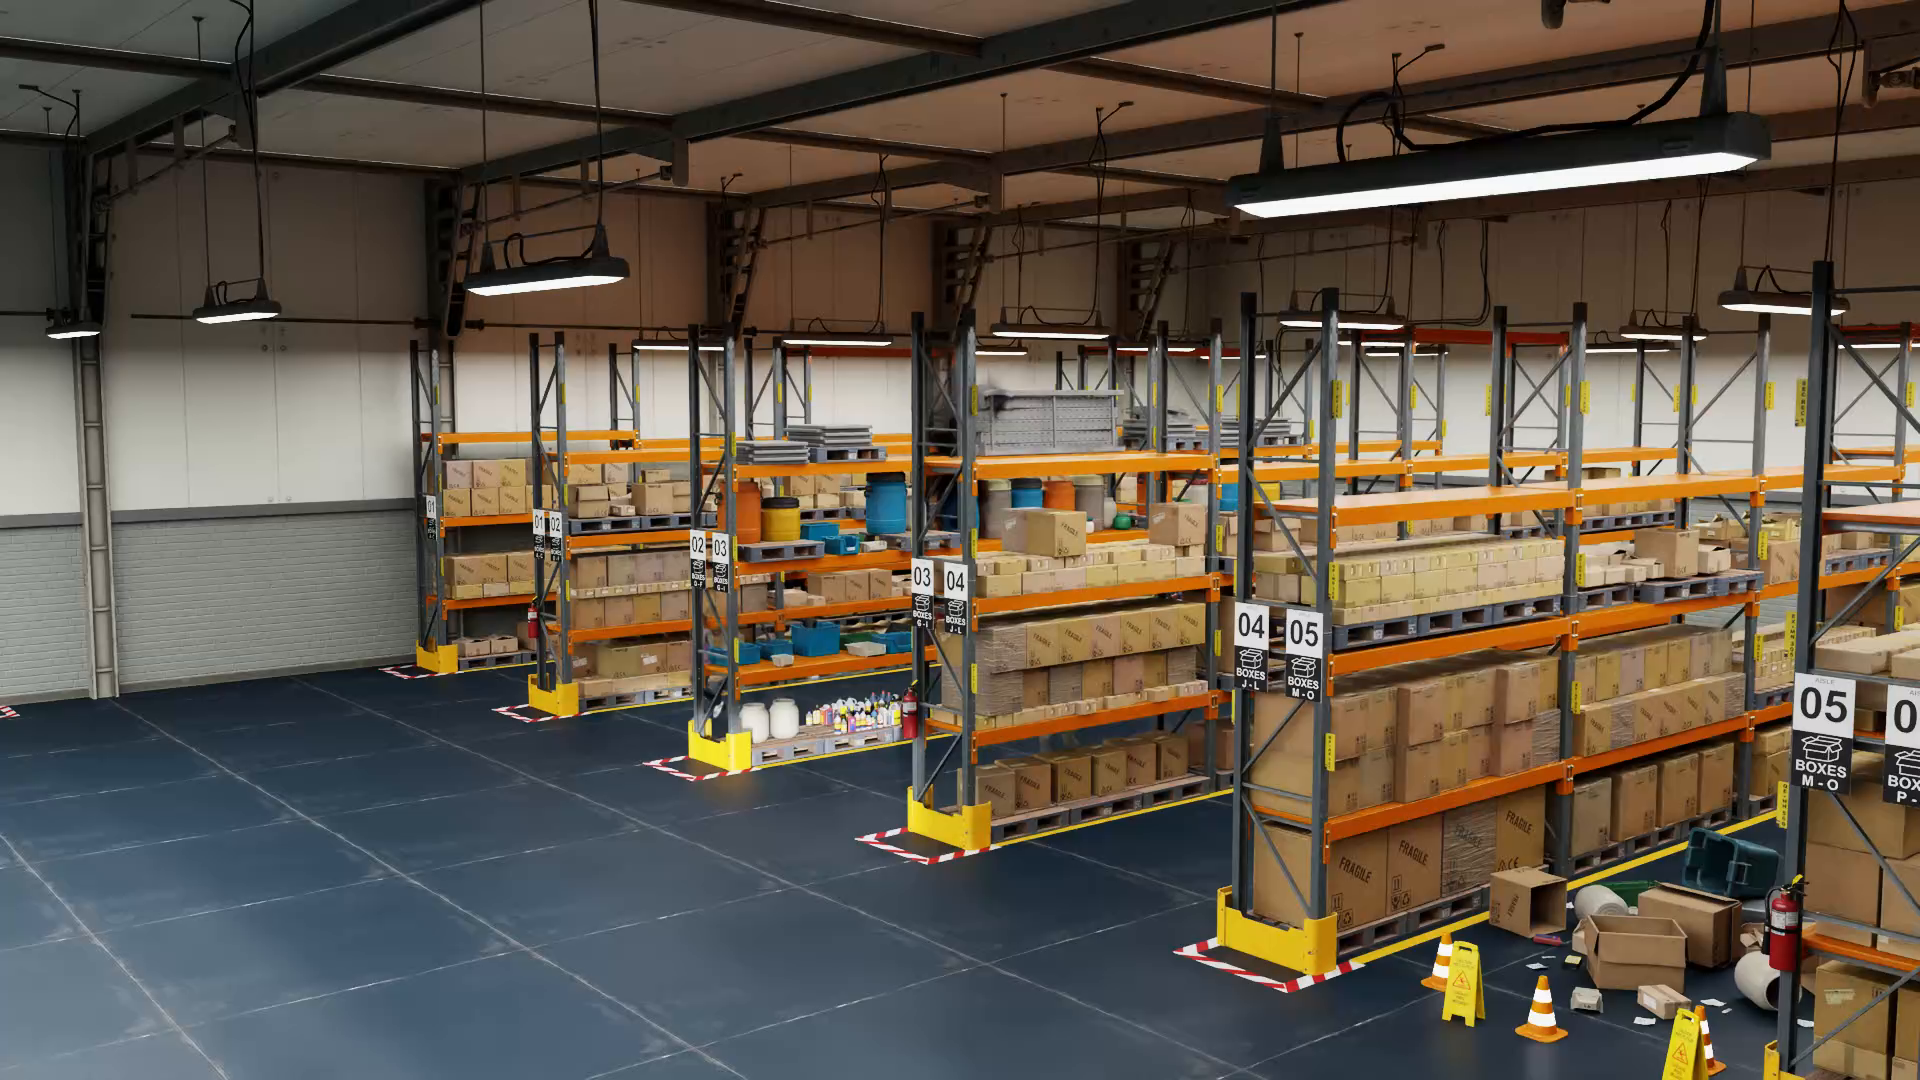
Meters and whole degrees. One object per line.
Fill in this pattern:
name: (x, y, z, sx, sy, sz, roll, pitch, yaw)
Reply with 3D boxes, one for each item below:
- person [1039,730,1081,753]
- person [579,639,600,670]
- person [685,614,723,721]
person: (1.304, 2.282, 21.878, 0.562, 1.721, 0.885, 5, 7, 42)
person: (-6.420, 1.707, 28.568, 0.577, 1.669, 0.682, 4, 6, 35)
person: (-3.740, 1.863, 24.276, 0.557, 1.576, 0.569, 5, 7, 41)
